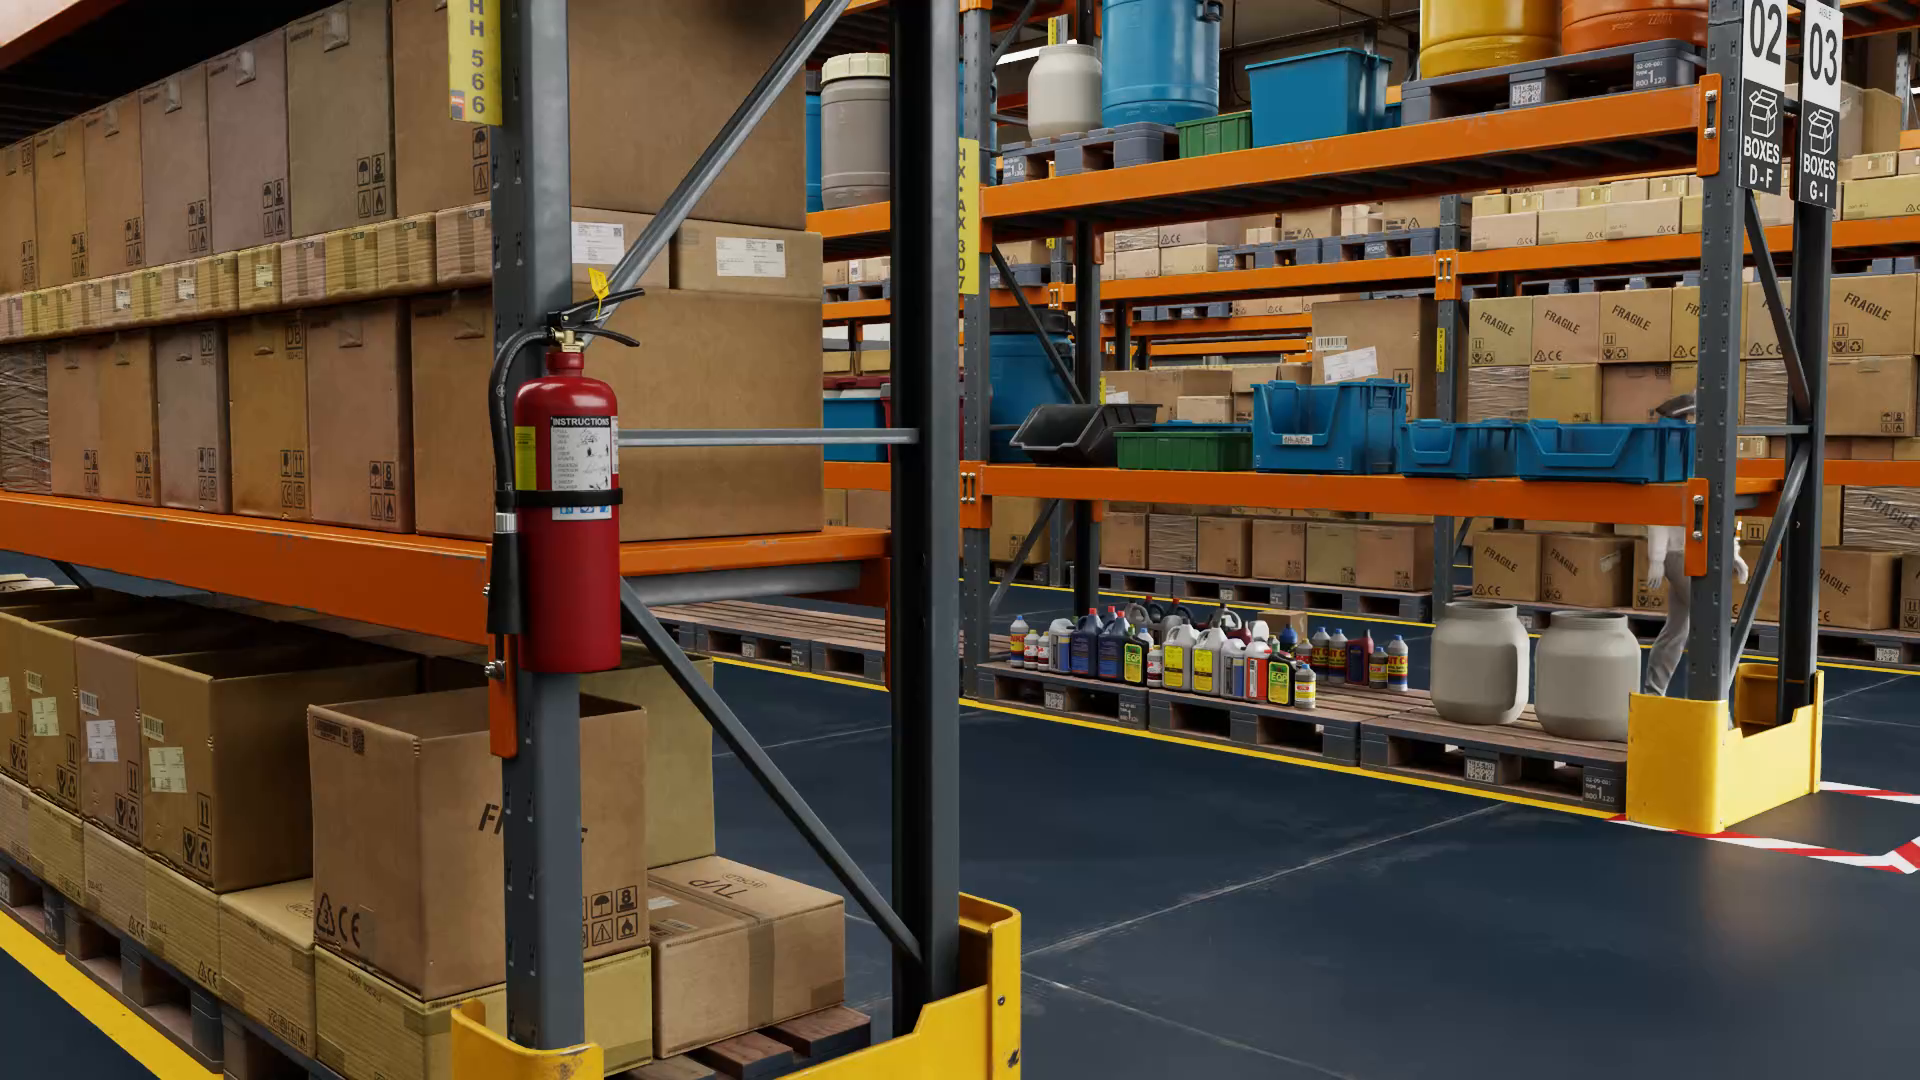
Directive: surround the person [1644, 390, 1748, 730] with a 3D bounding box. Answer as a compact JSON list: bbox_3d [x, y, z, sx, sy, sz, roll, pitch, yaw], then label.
[{"bbox_3d":[3.720,0.122,8.342,0.485,1.752,0.606,-4,6,-44],"label":"person"}]
